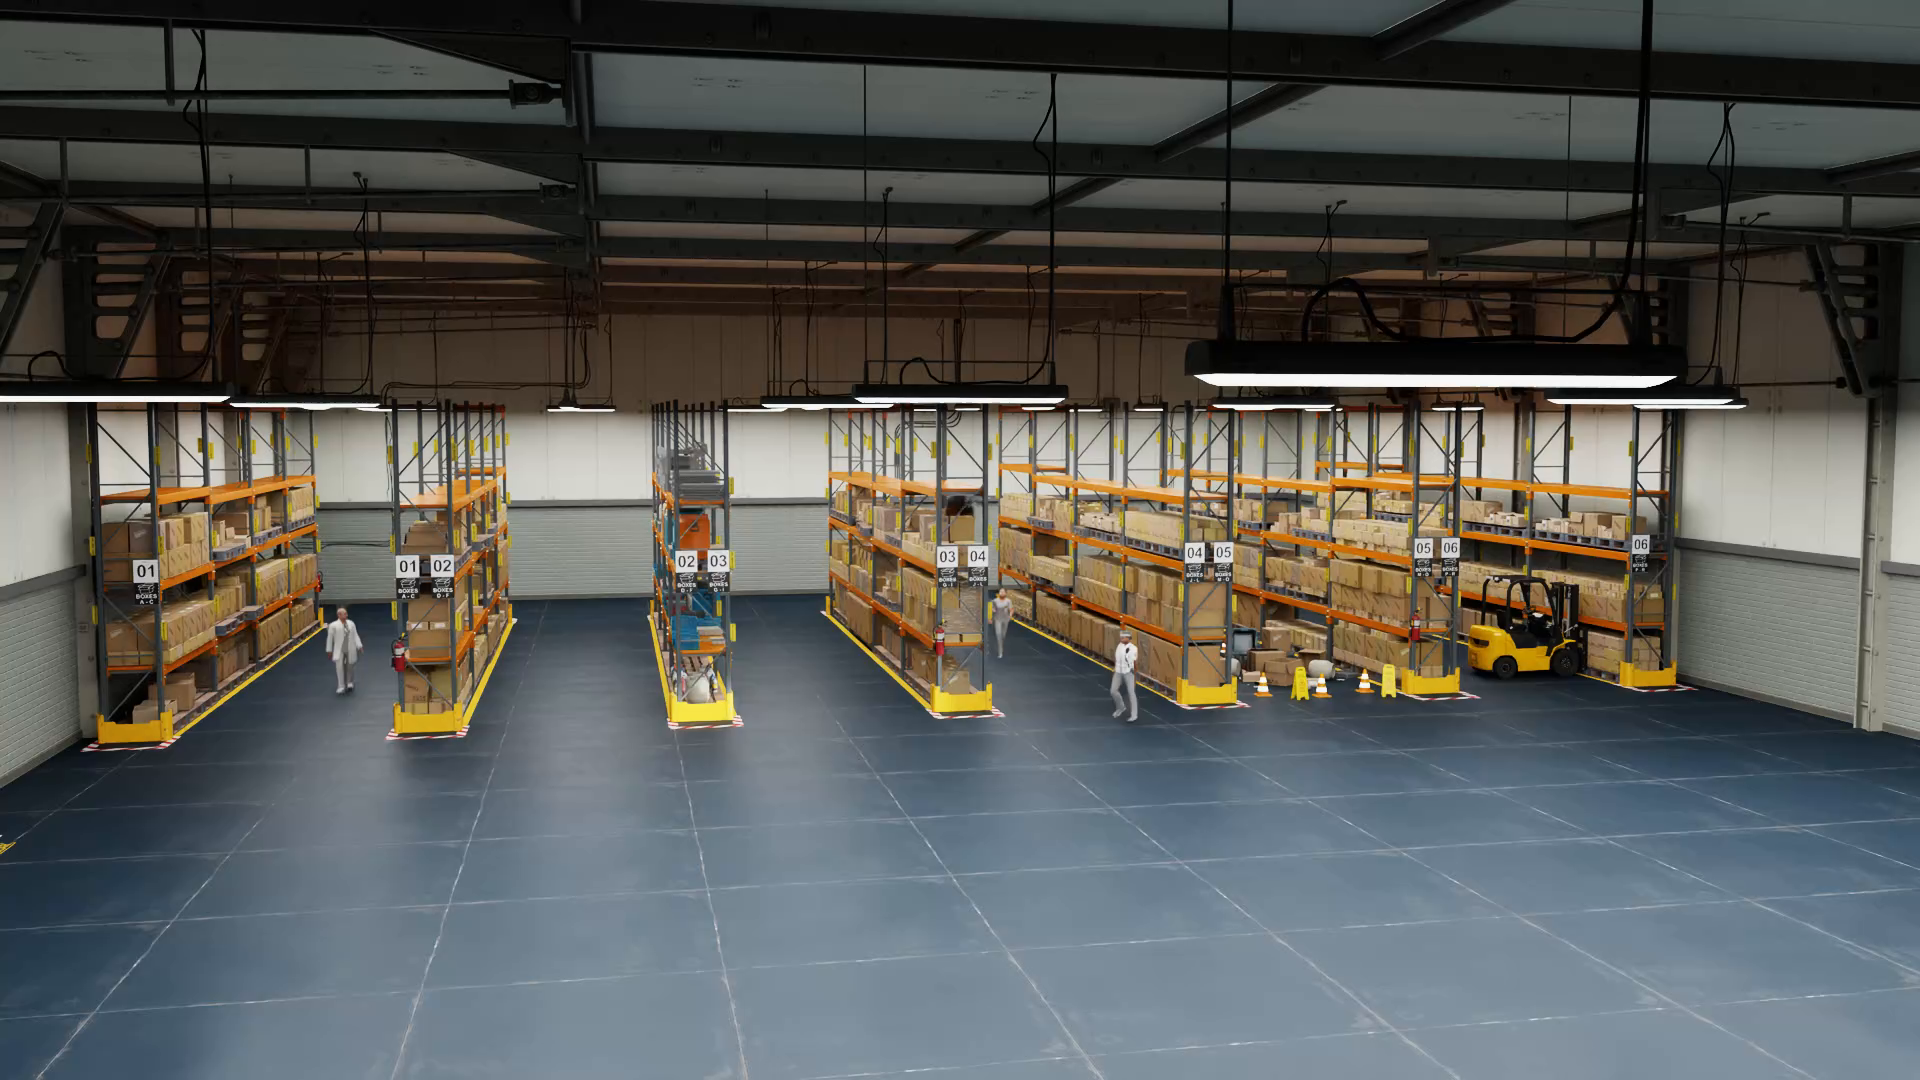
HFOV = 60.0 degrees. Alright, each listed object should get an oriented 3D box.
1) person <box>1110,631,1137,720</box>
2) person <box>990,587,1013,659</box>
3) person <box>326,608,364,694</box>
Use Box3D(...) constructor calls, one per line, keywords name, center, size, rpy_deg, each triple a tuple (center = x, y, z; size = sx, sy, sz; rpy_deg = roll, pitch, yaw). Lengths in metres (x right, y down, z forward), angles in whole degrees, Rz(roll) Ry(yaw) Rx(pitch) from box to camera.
Box3D(name="person", center=(3.101, 2.527, 31.224), size=(0.566, 1.689, 0.408), rpy_deg=(3, 5, 37))
Box3D(name="person", center=(1.000, 1.944, 39.486), size=(0.511, 1.652, 0.973), rpy_deg=(-1, 4, -10))
Box3D(name="person", center=(-12.652, 2.270, 34.193), size=(0.733, 1.727, 1.100), rpy_deg=(-2, 5, -20))
